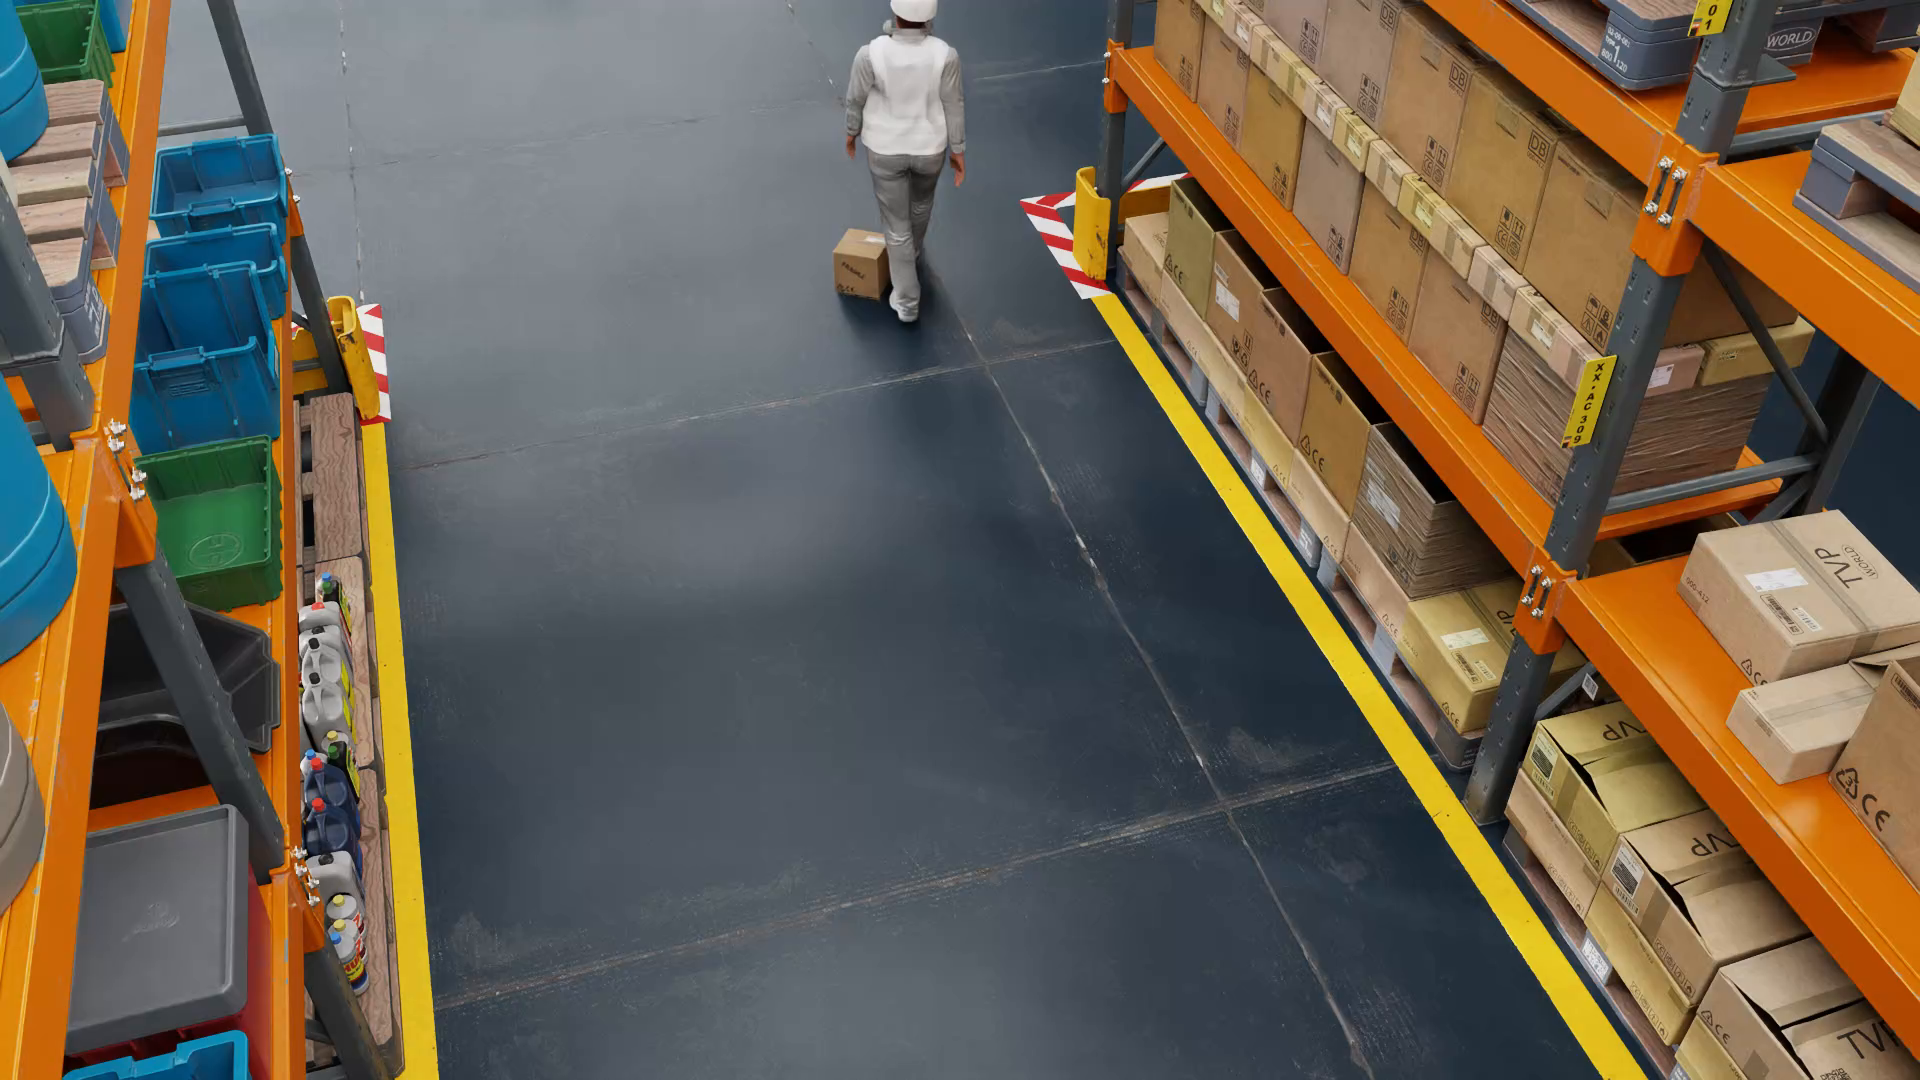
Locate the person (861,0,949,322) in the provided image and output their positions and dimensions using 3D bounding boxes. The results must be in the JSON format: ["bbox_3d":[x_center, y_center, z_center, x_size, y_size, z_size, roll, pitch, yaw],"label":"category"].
[{"bbox_3d":[-0.285,-2.054,8.415,0.447,1.744,0.907,-7,42,-8],"label":"person"}]
